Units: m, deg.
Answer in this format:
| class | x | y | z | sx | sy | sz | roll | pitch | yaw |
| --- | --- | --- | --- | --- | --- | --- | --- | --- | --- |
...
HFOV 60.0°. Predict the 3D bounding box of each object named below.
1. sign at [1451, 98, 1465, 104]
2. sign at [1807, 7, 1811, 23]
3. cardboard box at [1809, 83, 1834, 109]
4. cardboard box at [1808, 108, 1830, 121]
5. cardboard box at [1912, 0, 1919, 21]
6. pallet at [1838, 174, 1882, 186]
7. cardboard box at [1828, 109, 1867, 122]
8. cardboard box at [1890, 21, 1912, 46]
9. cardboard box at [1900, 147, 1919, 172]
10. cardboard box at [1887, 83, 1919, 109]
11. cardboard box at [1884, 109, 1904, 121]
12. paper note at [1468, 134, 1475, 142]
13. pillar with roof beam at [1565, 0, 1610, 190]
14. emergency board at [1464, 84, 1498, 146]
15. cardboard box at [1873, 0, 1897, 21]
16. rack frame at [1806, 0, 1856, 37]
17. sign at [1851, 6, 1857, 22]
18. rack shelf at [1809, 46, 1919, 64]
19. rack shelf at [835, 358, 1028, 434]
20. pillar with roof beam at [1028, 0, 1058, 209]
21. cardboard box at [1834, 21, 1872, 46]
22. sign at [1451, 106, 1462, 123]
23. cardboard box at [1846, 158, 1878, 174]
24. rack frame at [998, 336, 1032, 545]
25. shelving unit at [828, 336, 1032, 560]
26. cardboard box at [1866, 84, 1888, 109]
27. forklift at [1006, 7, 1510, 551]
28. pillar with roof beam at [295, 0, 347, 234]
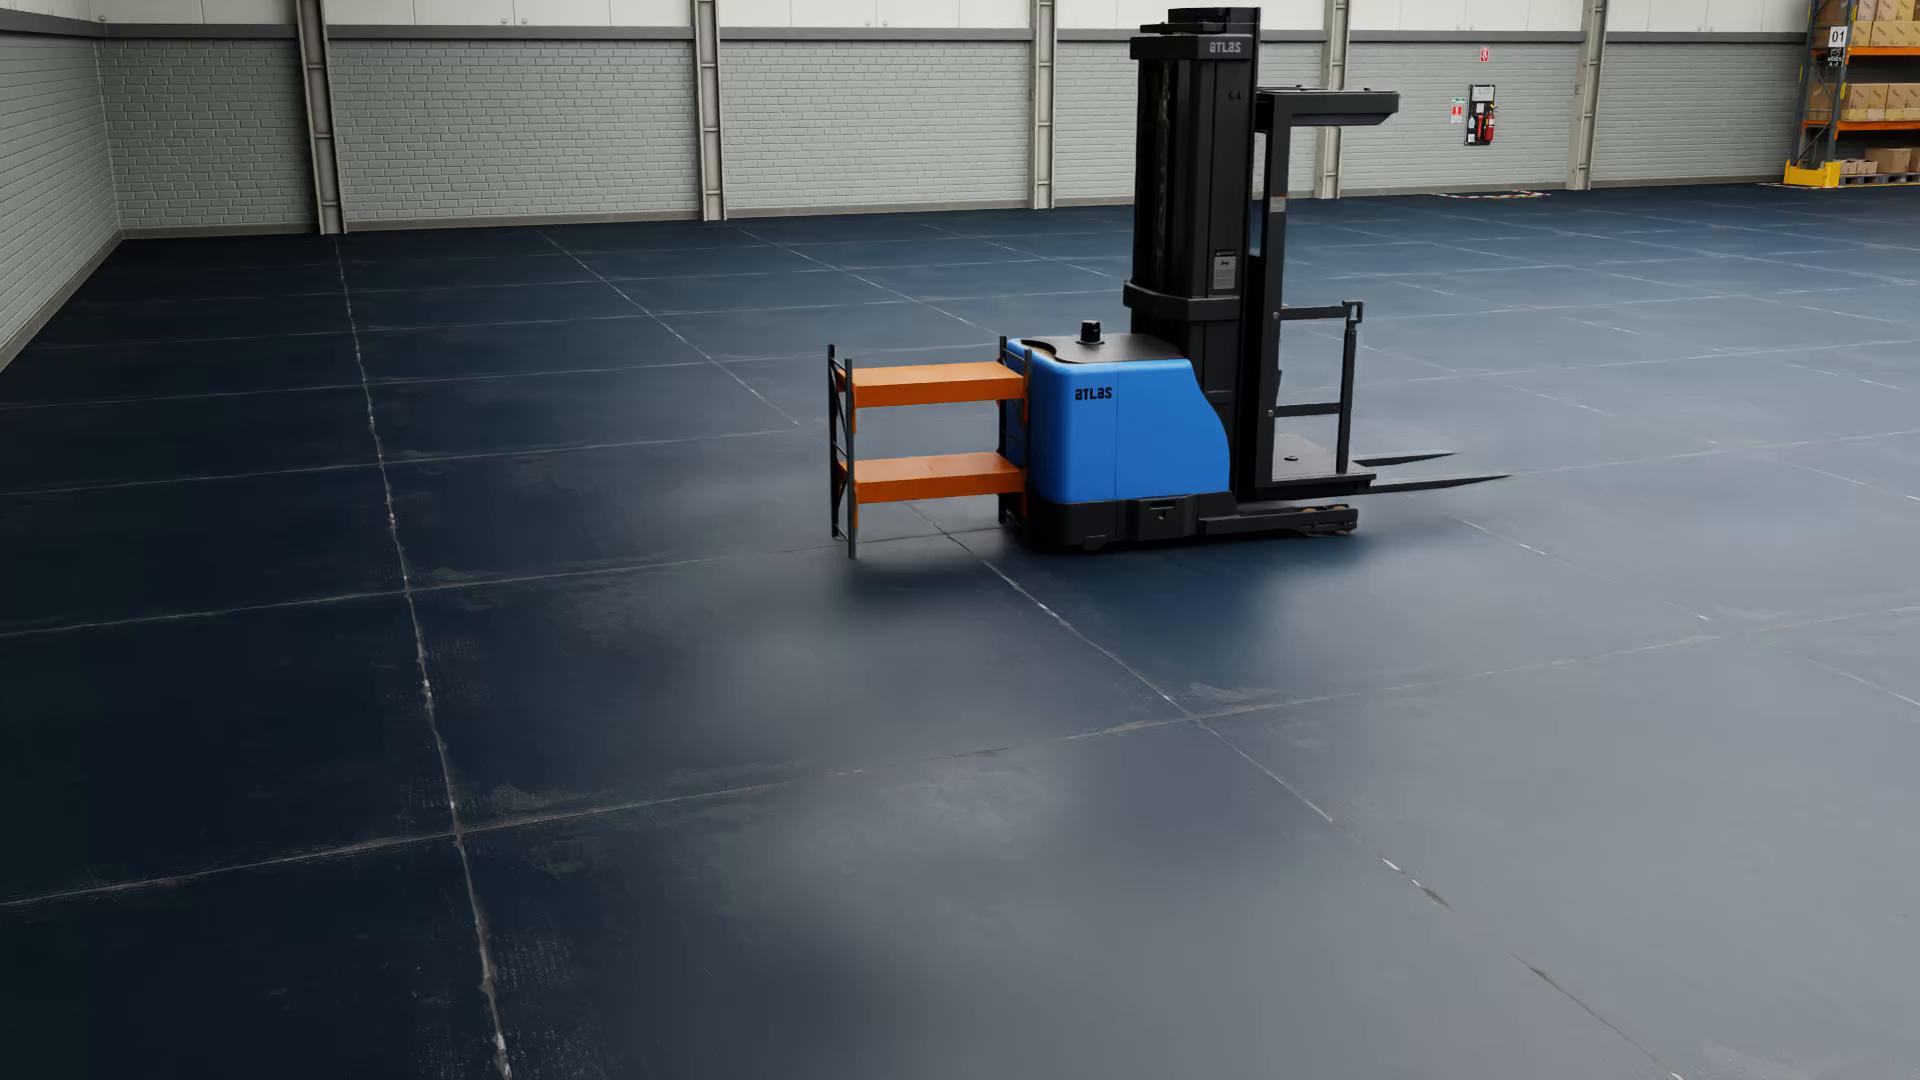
| class | x | y | z | sx | sy | sz | roll | pitch | yaw |
| --- | --- | --- | --- | --- | --- | --- | --- | --- | --- |
| sign | 9.797 | -8.641 | 32.695 | 0.331 | 0.109 | 0.001 | -6 | 17 | -20 |
| sign | 17.743 | -10.958 | 34.694 | 0.005 | 0.325 | 0.100 | -6 | 17 | -20 |
| cardboard box | 18.287 | -9.347 | 35.002 | 0.500 | 0.500 | 0.500 | -6 | 18 | -21 |
| cardboard box | 18.290 | -8.981 | 35.090 | 0.500 | 0.250 | 0.500 | -6 | 17 | -19 |
| cardboard box | 20.295 | -11.090 | 34.729 | 0.500 | 0.500 | 0.500 | -7 | 18 | -22 |
| pallet | 18.765 | -7.688 | 35.404 | 1.213 | 0.211 | 1.003 | -6 | 17 | -20 |
| cardboard box | 18.492 | -8.849 | 34.639 | 0.500 | 0.250 | 0.500 | -7 | 18 | -22 |
| cardboard box | 19.322 | -10.509 | 34.523 | 0.500 | 0.500 | 0.500 | -5 | 17 | -18 |
| cardboard box | 20.703 | -8.246 | 36.009 | 0.500 | 0.500 | 0.500 | -8 | 18 | -24 |
| cardboard box | 19.903 | -9.365 | 35.065 | 0.500 | 0.500 | 0.500 | -6 | 17 | -18 |
| cardboard box | 19.449 | -8.955 | 35.000 | 0.500 | 0.250 | 0.500 | -6 | 18 | -21 |
| paper note | 10.153 | -7.977 | 33.004 | 0.142 | 0.148 | 0.016 | -6 | 17 | -20 |
| pillar with roof beam | 14.204 | -10.385 | 28.991 | 0.400 | 9.000 | 9.100 | -6 | 17 | -20 |
| emergency board | 10.343 | -8.400 | 32.879 | 0.643 | 1.169 | 0.194 | -6 | 17 | -20 |
| cardboard box | 18.856 | -10.934 | 34.199 | 0.500 | 0.500 | 0.500 | -6 | 18 | -21 |
| rack frame | 17.923 | -11.824 | 33.892 | 0.127 | 3.000 | 1.000 | -6 | 17 | -20 |
| sign | 18.117 | -10.662 | 33.706 | 0.005 | 0.325 | 0.100 | -6 | 17 | -20 |
| rack shelf | 19.790 | -10.241 | 35.103 | 4.000 | 0.370 | 1.077 | -6 | 17 | -20 |
| rack shelf | -0.174 | -0.818 | 9.350 | 1.000 | 0.278 | 0.538 | -5 | 17 | -16 |
| pillar with roof beam | 2.999 | -9.175 | 24.871 | 0.400 | 9.000 | 9.100 | -6 | 17 | -20 |
| cardboard box | 18.324 | -10.410 | 34.189 | 0.500 | 0.500 | 0.500 | -6 | 17 | -19 |
| sign | 9.789 | -8.388 | 32.776 | 0.234 | 0.329 | 0.001 | -6 | 17 | -20 |
| cardboard box | 19.133 | -7.970 | 35.407 | 0.500 | 0.311 | 0.500 | -5 | 17 | -15 |
| rack frame | 0.314 | -0.578 | 9.569 | 0.032 | 1.125 | 0.500 | -5 | 17 | -16 |
| shelving unit | -0.174 | -0.538 | 9.433 | 1.048 | 1.125 | 0.538 | -5 | 17 | -16 |
| cardboard box | 18.941 | -9.259 | 34.706 | 0.500 | 0.500 | 0.500 | -6 | 17 | -20 |
| forklift | 1.817 | -1.560 | 9.708 | 3.031 | 2.935 | 1.130 | -5 | 17 | -16 |
| pillar with roof beam | -8.207 | -7.965 | 20.751 | 0.400 | 9.000 | 9.100 | -6 | 17 | -20 |
